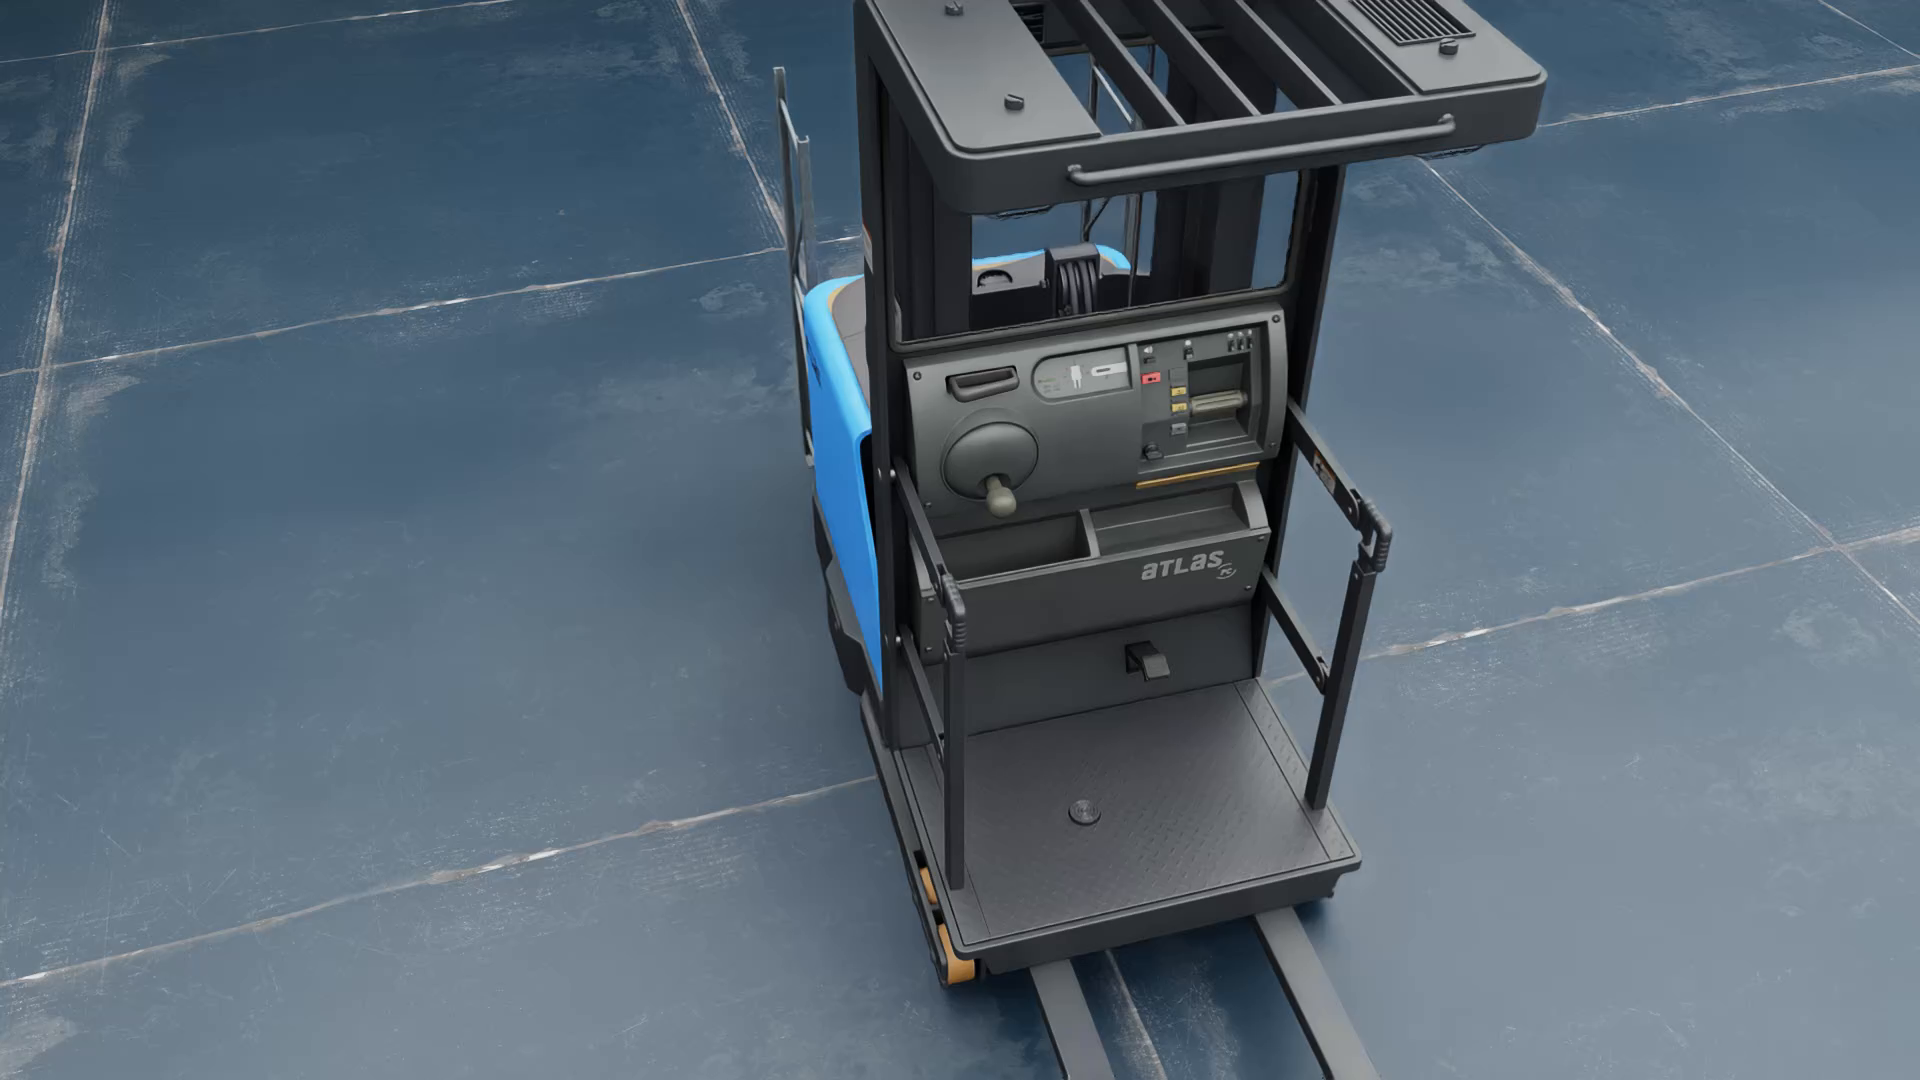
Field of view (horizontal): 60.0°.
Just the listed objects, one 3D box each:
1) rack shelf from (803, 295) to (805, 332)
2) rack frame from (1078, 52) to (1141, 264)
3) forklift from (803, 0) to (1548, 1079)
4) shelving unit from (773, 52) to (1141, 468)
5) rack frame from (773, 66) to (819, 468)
[{"bbox_3d":[-0.011,-0.681,5.663,1.000,0.185,0.538,-9,42,-10],"label":"rack shelf"},{"bbox_3d":[0.484,-0.893,5.632,0.032,1.500,0.500,-9,42,-10],"label":"rack frame"},{"bbox_3d":[0.392,-0.221,3.776,1.130,2.935,3.031,-10,42,-11],"label":"forklift"},{"bbox_3d":[-0.011,-0.816,5.544,1.048,1.500,0.538,-9,42,-10],"label":"shelving unit"},{"bbox_3d":[-0.506,-0.739,5.456,0.032,1.500,0.500,-9,42,-10],"label":"rack frame"}]
